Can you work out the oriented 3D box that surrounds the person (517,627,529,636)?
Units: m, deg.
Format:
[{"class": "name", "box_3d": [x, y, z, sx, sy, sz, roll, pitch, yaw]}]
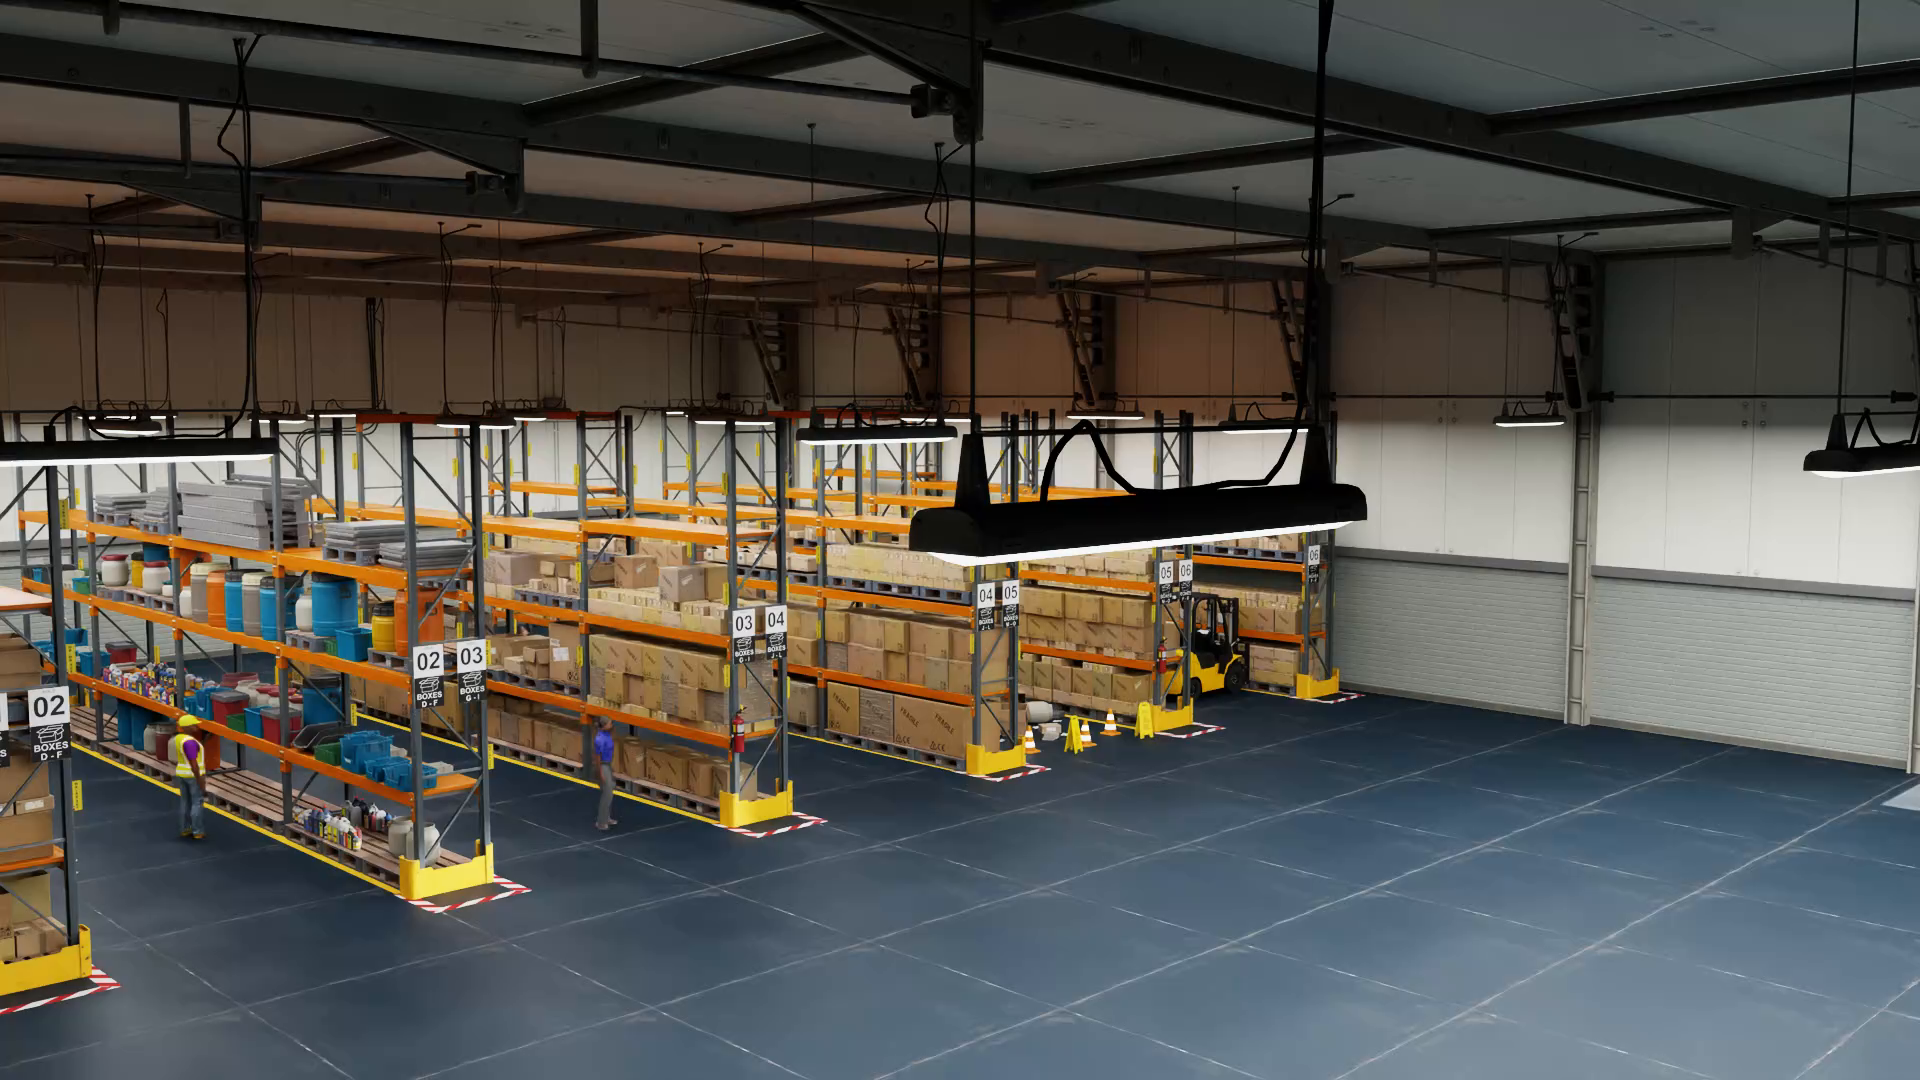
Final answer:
[{"class": "person", "box_3d": [-8.911, 2.568, 33.879, 0.840, 1.625, 0.424, 4, 7, 42]}]

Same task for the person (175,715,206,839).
[{"class": "person", "box_3d": [-10.998, 3.377, 23.815, 0.578, 1.772, 0.433, 3, 6, 31]}]

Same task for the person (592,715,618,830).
[{"class": "person", "box_3d": [-5.230, 3.425, 24.466, 0.340, 1.721, 0.532, 0, 5, -1]}]
